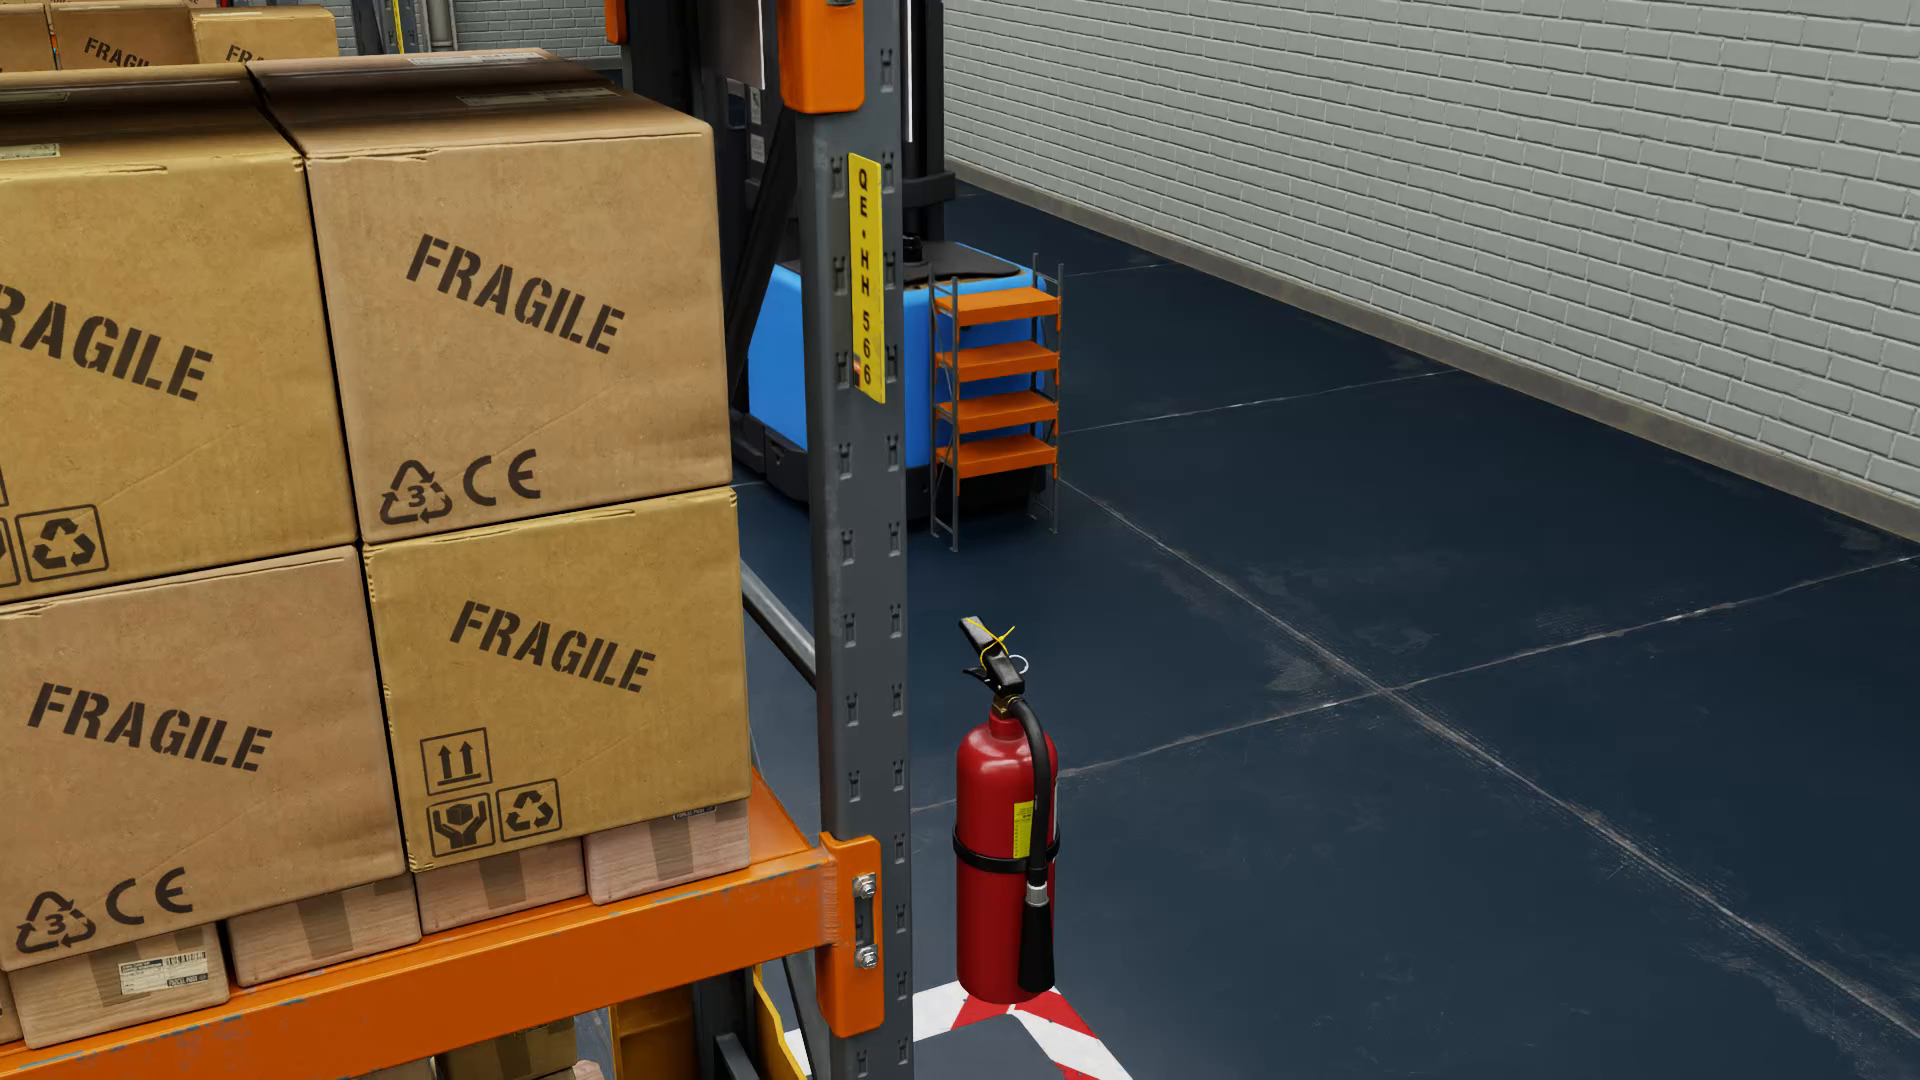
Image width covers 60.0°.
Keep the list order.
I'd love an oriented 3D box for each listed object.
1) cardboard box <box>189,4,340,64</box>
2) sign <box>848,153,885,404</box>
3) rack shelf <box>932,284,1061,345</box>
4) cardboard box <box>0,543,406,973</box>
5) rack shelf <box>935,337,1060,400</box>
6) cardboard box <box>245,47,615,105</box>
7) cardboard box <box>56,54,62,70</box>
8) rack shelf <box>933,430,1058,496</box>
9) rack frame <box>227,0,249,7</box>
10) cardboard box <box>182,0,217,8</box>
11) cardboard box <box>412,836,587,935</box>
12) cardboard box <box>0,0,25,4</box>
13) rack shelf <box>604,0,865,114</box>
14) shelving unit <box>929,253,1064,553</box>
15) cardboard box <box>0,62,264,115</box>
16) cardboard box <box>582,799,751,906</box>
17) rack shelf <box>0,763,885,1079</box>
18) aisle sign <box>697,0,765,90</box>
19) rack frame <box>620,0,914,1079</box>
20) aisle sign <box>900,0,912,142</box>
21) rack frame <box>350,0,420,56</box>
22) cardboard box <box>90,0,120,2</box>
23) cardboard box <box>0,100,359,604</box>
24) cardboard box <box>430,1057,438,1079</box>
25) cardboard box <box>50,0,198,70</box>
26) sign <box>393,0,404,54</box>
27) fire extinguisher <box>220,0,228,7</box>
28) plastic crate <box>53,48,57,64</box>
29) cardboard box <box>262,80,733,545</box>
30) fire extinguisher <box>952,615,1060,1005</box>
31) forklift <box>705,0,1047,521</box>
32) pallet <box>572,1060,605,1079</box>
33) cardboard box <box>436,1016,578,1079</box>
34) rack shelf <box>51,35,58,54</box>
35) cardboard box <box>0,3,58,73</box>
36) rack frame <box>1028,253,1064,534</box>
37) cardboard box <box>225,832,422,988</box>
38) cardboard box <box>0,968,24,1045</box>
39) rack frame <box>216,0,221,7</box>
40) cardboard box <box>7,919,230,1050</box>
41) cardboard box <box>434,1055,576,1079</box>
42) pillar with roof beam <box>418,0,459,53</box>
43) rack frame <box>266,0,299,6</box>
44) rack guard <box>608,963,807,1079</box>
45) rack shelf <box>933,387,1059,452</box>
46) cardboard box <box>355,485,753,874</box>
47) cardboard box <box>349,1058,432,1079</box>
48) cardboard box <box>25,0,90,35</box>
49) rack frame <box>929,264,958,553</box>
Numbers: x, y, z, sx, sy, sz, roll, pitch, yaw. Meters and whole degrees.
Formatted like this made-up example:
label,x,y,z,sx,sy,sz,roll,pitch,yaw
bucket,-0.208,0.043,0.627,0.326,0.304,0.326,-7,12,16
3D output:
label,x,y,z,sx,sy,sz,roll,pitch,yaw
cardboard box,-2.734,-1.835,6.588,0.500,0.500,0.500,-10,25,-23
sign,-0.126,-0.352,2.252,0.005,0.325,0.100,-10,25,-24
rack shelf,0.150,-0.945,6.936,0.480,0.148,0.258,-11,25,-24
cardboard box,-1.108,0.197,2.331,0.500,0.500,0.500,-11,25,-24
rack shelf,0.150,-0.726,7.026,0.480,0.148,0.258,-11,25,-24
cardboard box,-0.868,-0.528,2.778,0.500,0.500,0.500,-11,25,-24
cardboard box,-10.345,-5.435,19.177,0.500,0.500,0.700,-11,25,-25
rack shelf,0.150,-0.336,7.187,0.480,0.148,0.258,-11,25,-24
rack frame,-6.702,-5.006,15.423,0.127,3.000,1.000,-10,25,-24
cardboard box,-6.987,-4.885,14.998,0.500,0.500,0.500,-10,24,-22
cardboard box,-0.760,0.430,2.618,0.250,0.149,0.380,-10,25,-24
cardboard box,-8.359,-4.633,14.390,0.500,0.500,0.500,-11,25,-24
rack shelf,-2.151,-0.588,1.766,4.000,0.370,1.077,-10,25,-24
shelving unit,0.150,-0.582,7.086,0.503,1.200,0.258,-11,25,-24
cardboard box,-1.320,-0.443,2.570,0.500,0.500,0.500,-10,24,-22
cardboard box,-0.520,0.402,2.686,0.250,0.149,0.380,-10,25,-24
rack shelf,-2.151,0.798,2.340,4.000,0.370,1.077,-10,25,-24
aisle sign,-0.413,-1.182,2.786,0.004,0.787,0.394,-10,25,-24
rack frame,-0.350,0.133,3.007,0.053,2.616,0.949,-10,25,-24
aisle sign,-0.153,-0.976,2.286,0.004,0.787,0.394,-10,25,-24
rack frame,-2.409,-1.592,7.174,0.127,3.000,1.000,-10,25,-24
cardboard box,-7.453,-4.797,14.787,0.500,0.500,0.500,-10,25,-23
cardboard box,-1.110,-0.266,2.143,0.500,0.500,0.500,-11,25,-25
cardboard box,-0.960,1.234,3.525,0.250,0.149,0.380,-10,24,-23
cardboard box,-3.409,-1.937,6.834,0.500,0.500,0.500,-11,25,-25
sign,-2.186,-2.047,6.450,0.005,0.325,0.100,-10,25,-24
fire extinguisher,-8.517,-6.371,19.308,0.183,0.674,0.296,-10,25,-24
plastic crate,-6.108,-3.103,10.965,0.300,0.233,0.416,-10,25,-24
cardboard box,-0.653,-0.350,2.346,0.500,0.500,0.500,-11,25,-25
fire extinguisher,0.079,0.460,2.807,0.183,0.674,0.296,-10,25,-24
forklift,-0.785,-1.916,8.045,1.130,2.935,3.031,-13,26,-28
pallet,-1.164,1.558,3.211,1.213,0.211,1.003,-10,25,-24
cardboard box,-0.968,0.952,3.428,0.250,0.149,0.380,-12,25,-26
rack shelf,-8.504,-4.342,14.759,4.000,0.370,1.077,-10,25,-24
cardboard box,-3.873,-1.849,6.622,0.500,0.500,0.500,-11,25,-25
rack frame,0.369,-0.623,7.186,0.015,1.200,0.240,-11,25,-24
cardboard box,-0.980,0.477,2.505,0.250,0.149,0.380,-11,25,-24
cardboard box,-1.450,0.561,2.302,0.250,0.149,0.380,-12,25,-26
rack frame,-8.853,-6.713,19.545,0.127,3.000,1.000,-10,25,-24
cardboard box,-1.199,0.527,2.383,0.250,0.149,0.380,-10,24,-22
cardboard box,-0.932,1.118,3.416,0.250,0.149,0.380,-9,24,-21
pillar with roof beam,-4.929,-8.747,16.616,0.400,9.000,9.100,-10,25,-24
rack frame,-4.557,-3.299,11.297,0.127,3.000,1.000,-10,25,-24
rack guard,-0.417,1.302,3.452,0.348,0.500,1.175,-10,25,-24
rack shelf,0.150,-0.519,7.111,0.480,0.148,0.258,-11,25,-24
cardboard box,-0.642,0.114,2.534,0.500,0.500,0.500,-10,24,-23
cardboard box,-1.164,1.040,3.217,0.250,0.149,0.380,-10,24,-23
cardboard box,-7.905,-4.716,14.591,0.500,0.500,0.500,-10,25,-23
rack frame,-0.069,-0.540,6.986,0.015,1.200,0.240,-11,25,-24
